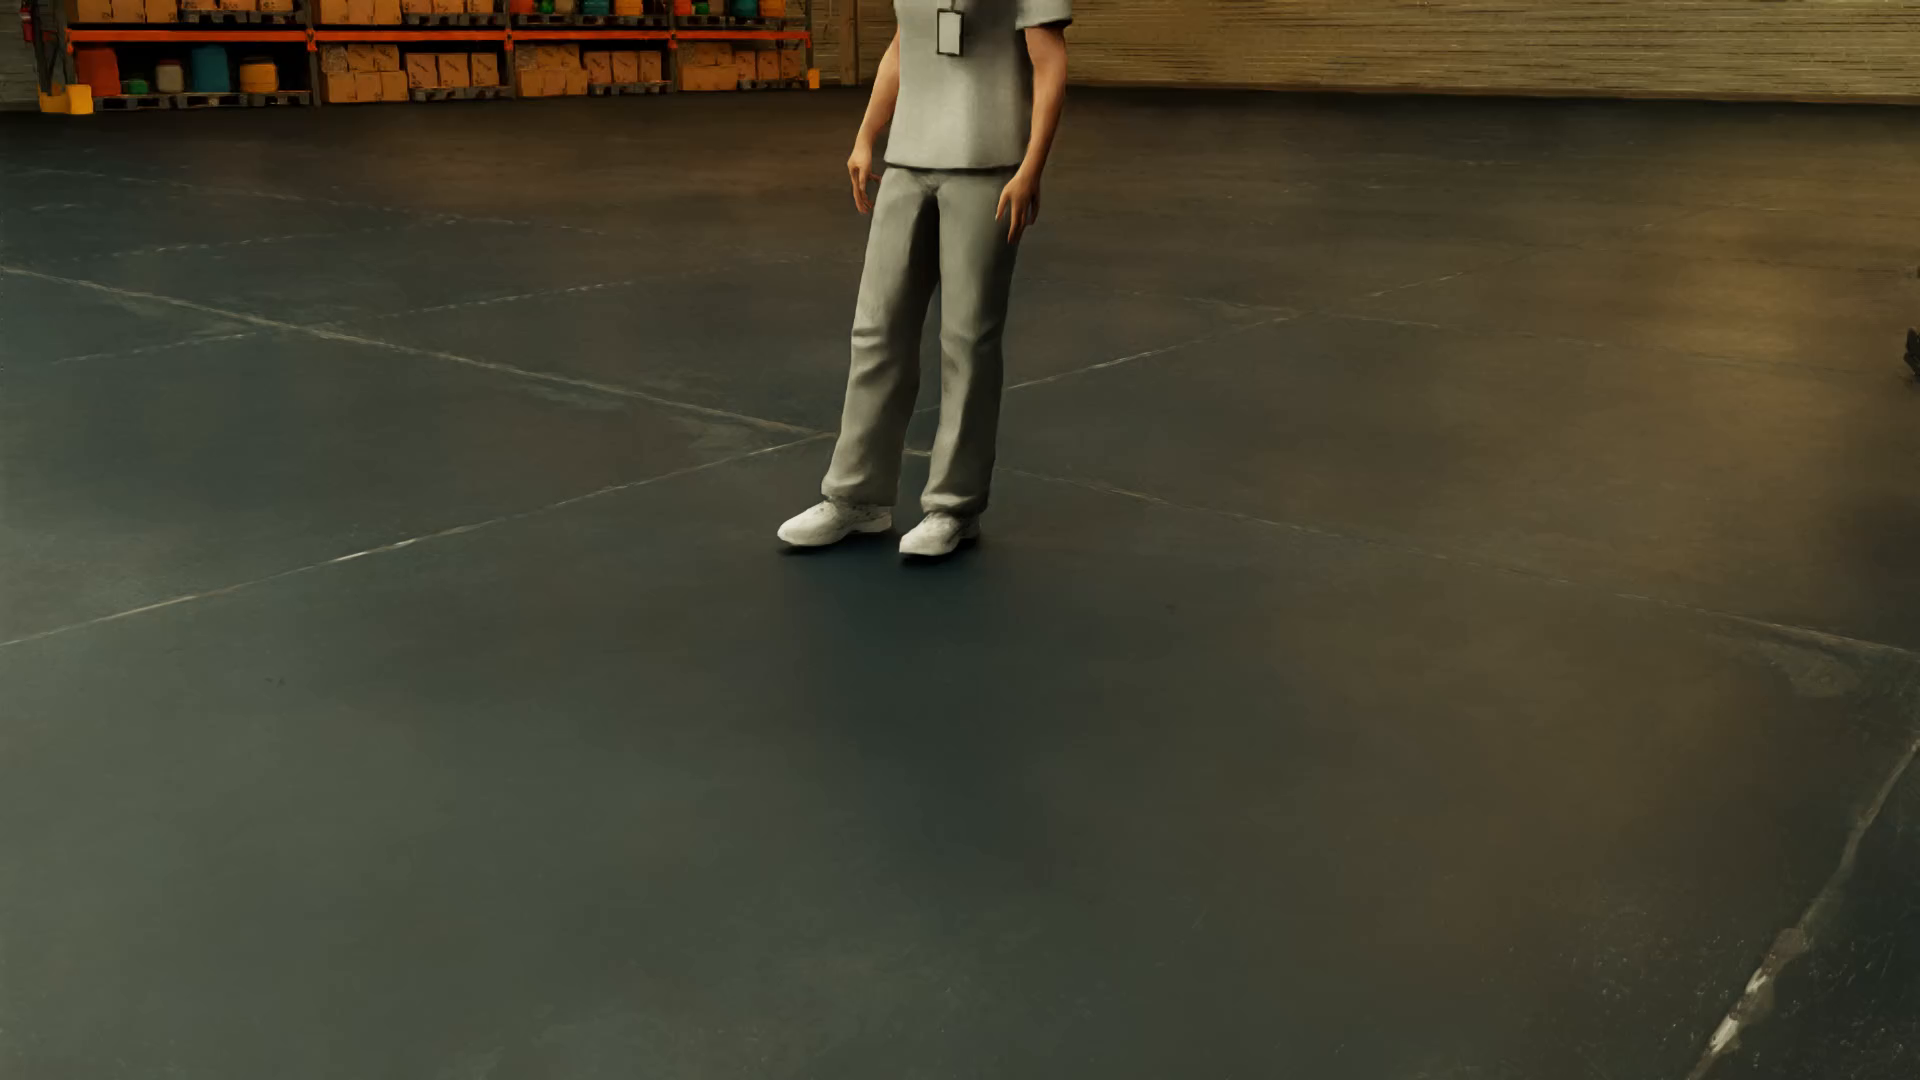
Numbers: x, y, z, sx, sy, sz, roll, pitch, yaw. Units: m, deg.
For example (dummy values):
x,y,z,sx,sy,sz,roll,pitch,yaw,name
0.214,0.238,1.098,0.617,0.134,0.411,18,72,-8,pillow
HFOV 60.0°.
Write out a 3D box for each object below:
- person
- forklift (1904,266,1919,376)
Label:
x,y,z,sx,sy,sz,roll,pitch,yaw,name
-0.057,-0.795,3.650,0.550,1.674,0.548,13,21,37,person
3.765,-1.854,5.002,1.130,2.935,3.031,6,18,19,forklift
